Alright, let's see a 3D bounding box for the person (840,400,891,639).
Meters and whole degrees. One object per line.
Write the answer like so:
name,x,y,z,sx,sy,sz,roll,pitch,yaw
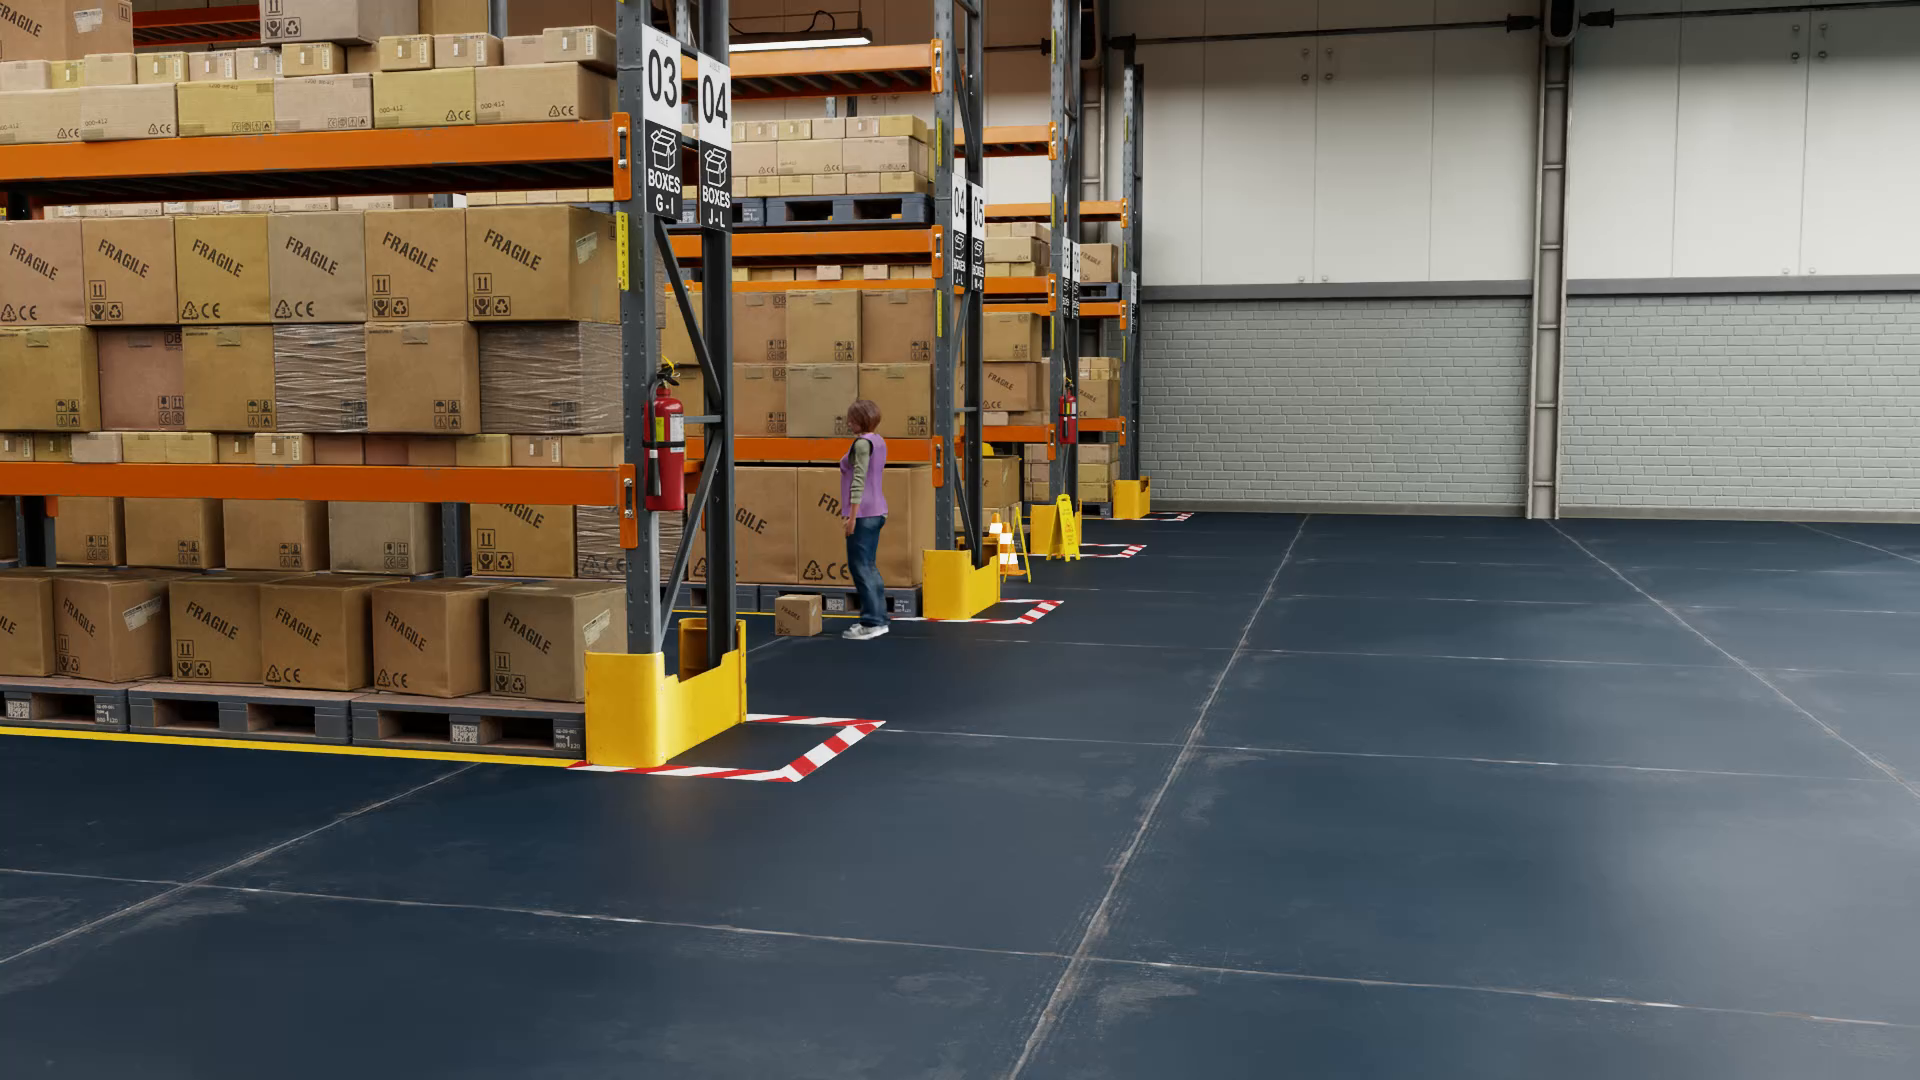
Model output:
person,-0.641,-0.135,11.137,0.303,1.604,0.407,1,5,15
